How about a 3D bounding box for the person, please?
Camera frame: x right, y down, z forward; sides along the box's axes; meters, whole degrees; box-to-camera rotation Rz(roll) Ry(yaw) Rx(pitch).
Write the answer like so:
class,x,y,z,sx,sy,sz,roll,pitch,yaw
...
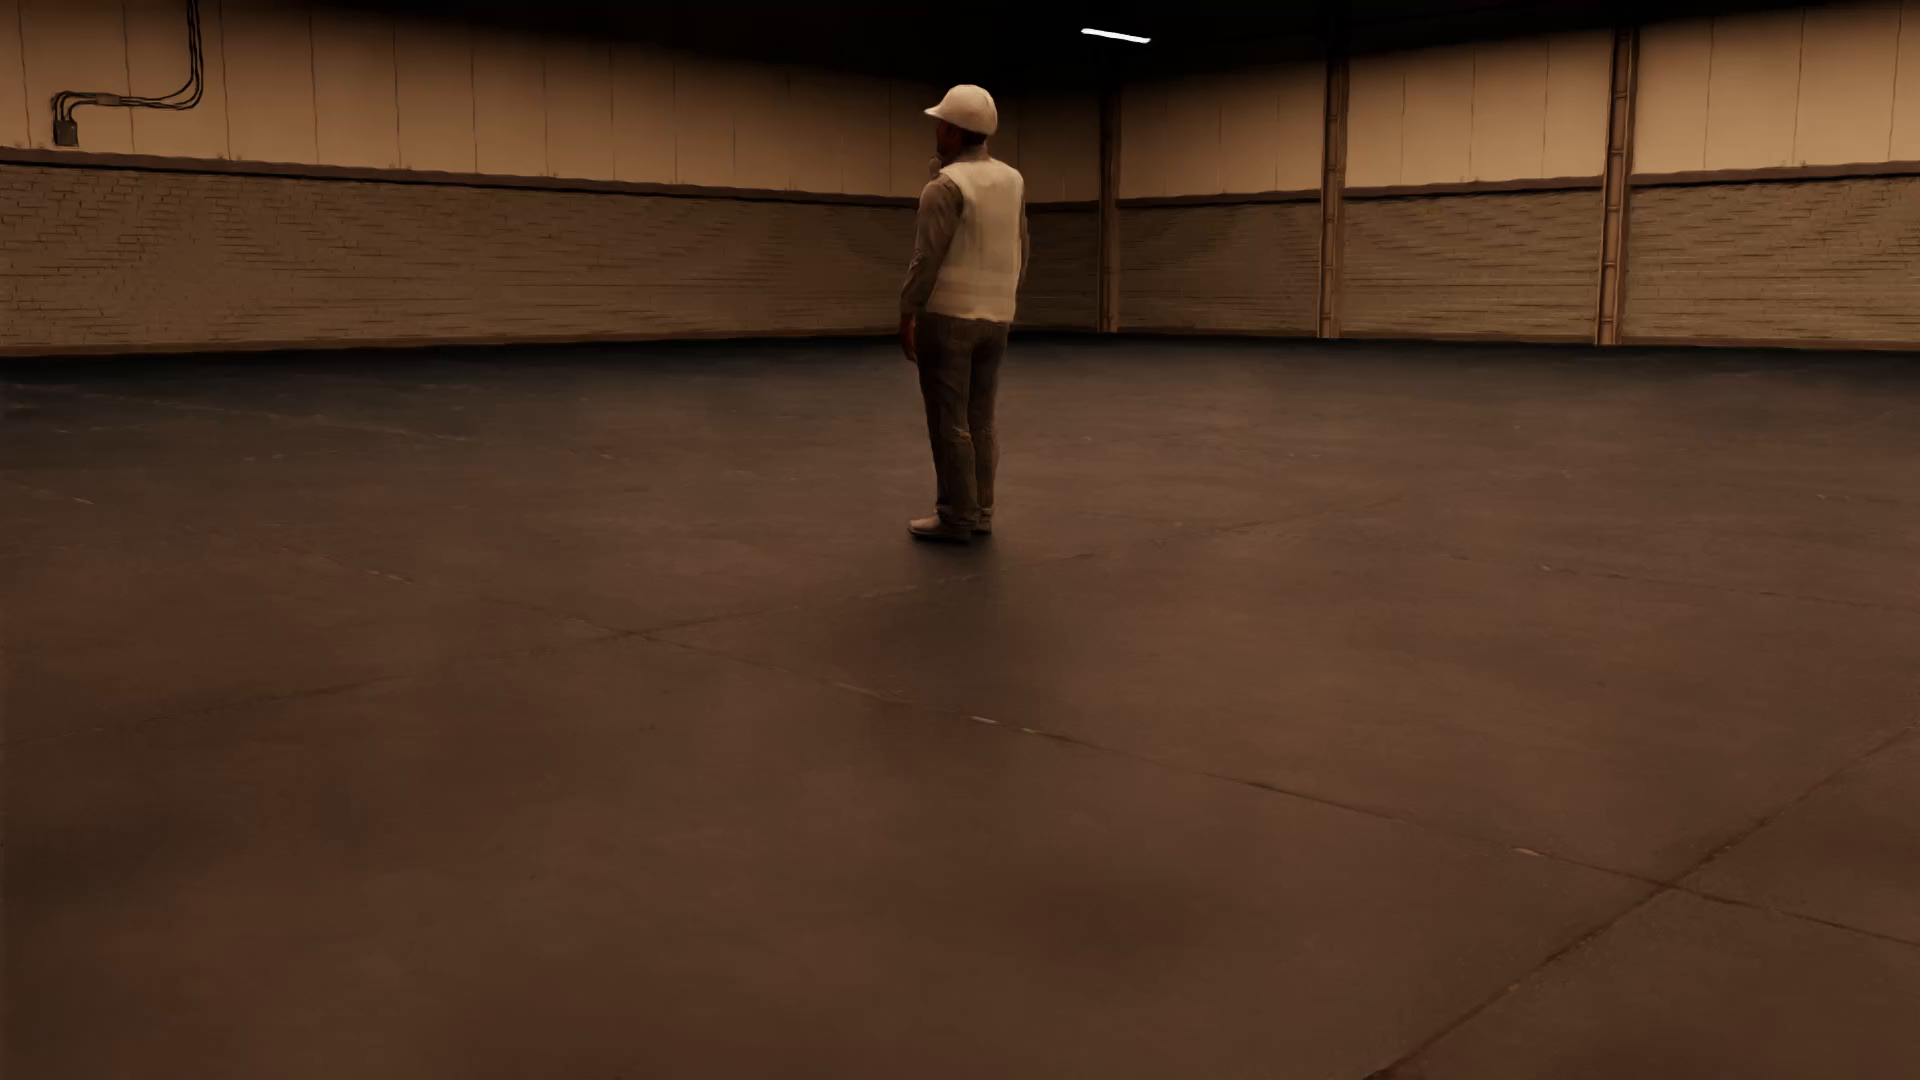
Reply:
class,x,y,z,sx,sy,sz,roll,pitch,yaw
person,-0.039,-0.892,6.633,0.567,1.773,0.632,8,12,43
